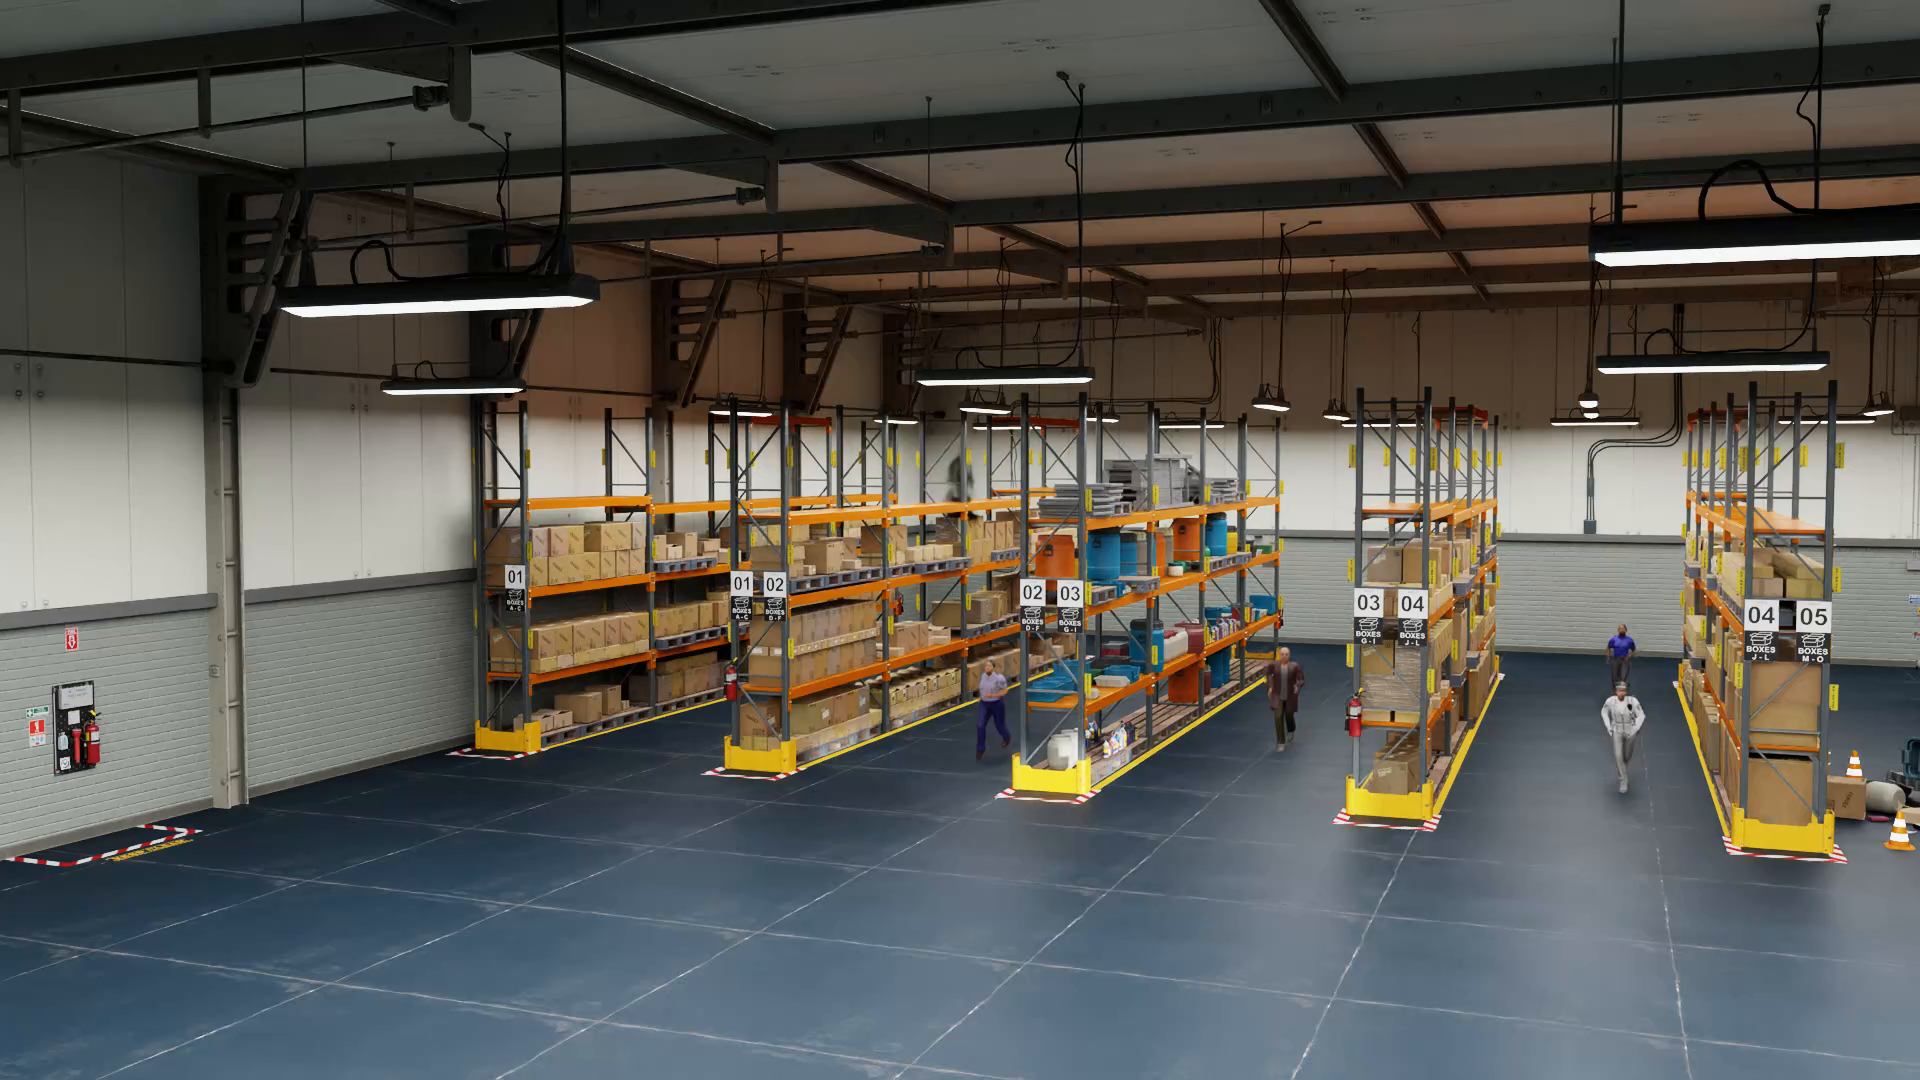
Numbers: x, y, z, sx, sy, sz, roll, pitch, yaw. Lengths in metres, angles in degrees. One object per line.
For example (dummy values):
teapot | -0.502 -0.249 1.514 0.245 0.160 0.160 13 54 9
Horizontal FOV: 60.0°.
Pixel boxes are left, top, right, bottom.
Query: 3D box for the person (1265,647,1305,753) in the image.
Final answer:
person | 5.618 2.727 28.767 0.684 1.775 0.999 1 3 15

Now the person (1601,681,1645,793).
person | 10.112 2.960 25.388 0.620 1.682 0.964 1 3 19

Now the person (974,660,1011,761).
person | 0.574 2.845 27.937 0.561 1.692 1.012 1 3 24

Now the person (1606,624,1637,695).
person | 13.628 2.541 34.291 0.588 1.609 0.564 1 3 25

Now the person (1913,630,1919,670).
person | 21.035 2.391 35.995 0.708 1.795 0.697 2 3 31
